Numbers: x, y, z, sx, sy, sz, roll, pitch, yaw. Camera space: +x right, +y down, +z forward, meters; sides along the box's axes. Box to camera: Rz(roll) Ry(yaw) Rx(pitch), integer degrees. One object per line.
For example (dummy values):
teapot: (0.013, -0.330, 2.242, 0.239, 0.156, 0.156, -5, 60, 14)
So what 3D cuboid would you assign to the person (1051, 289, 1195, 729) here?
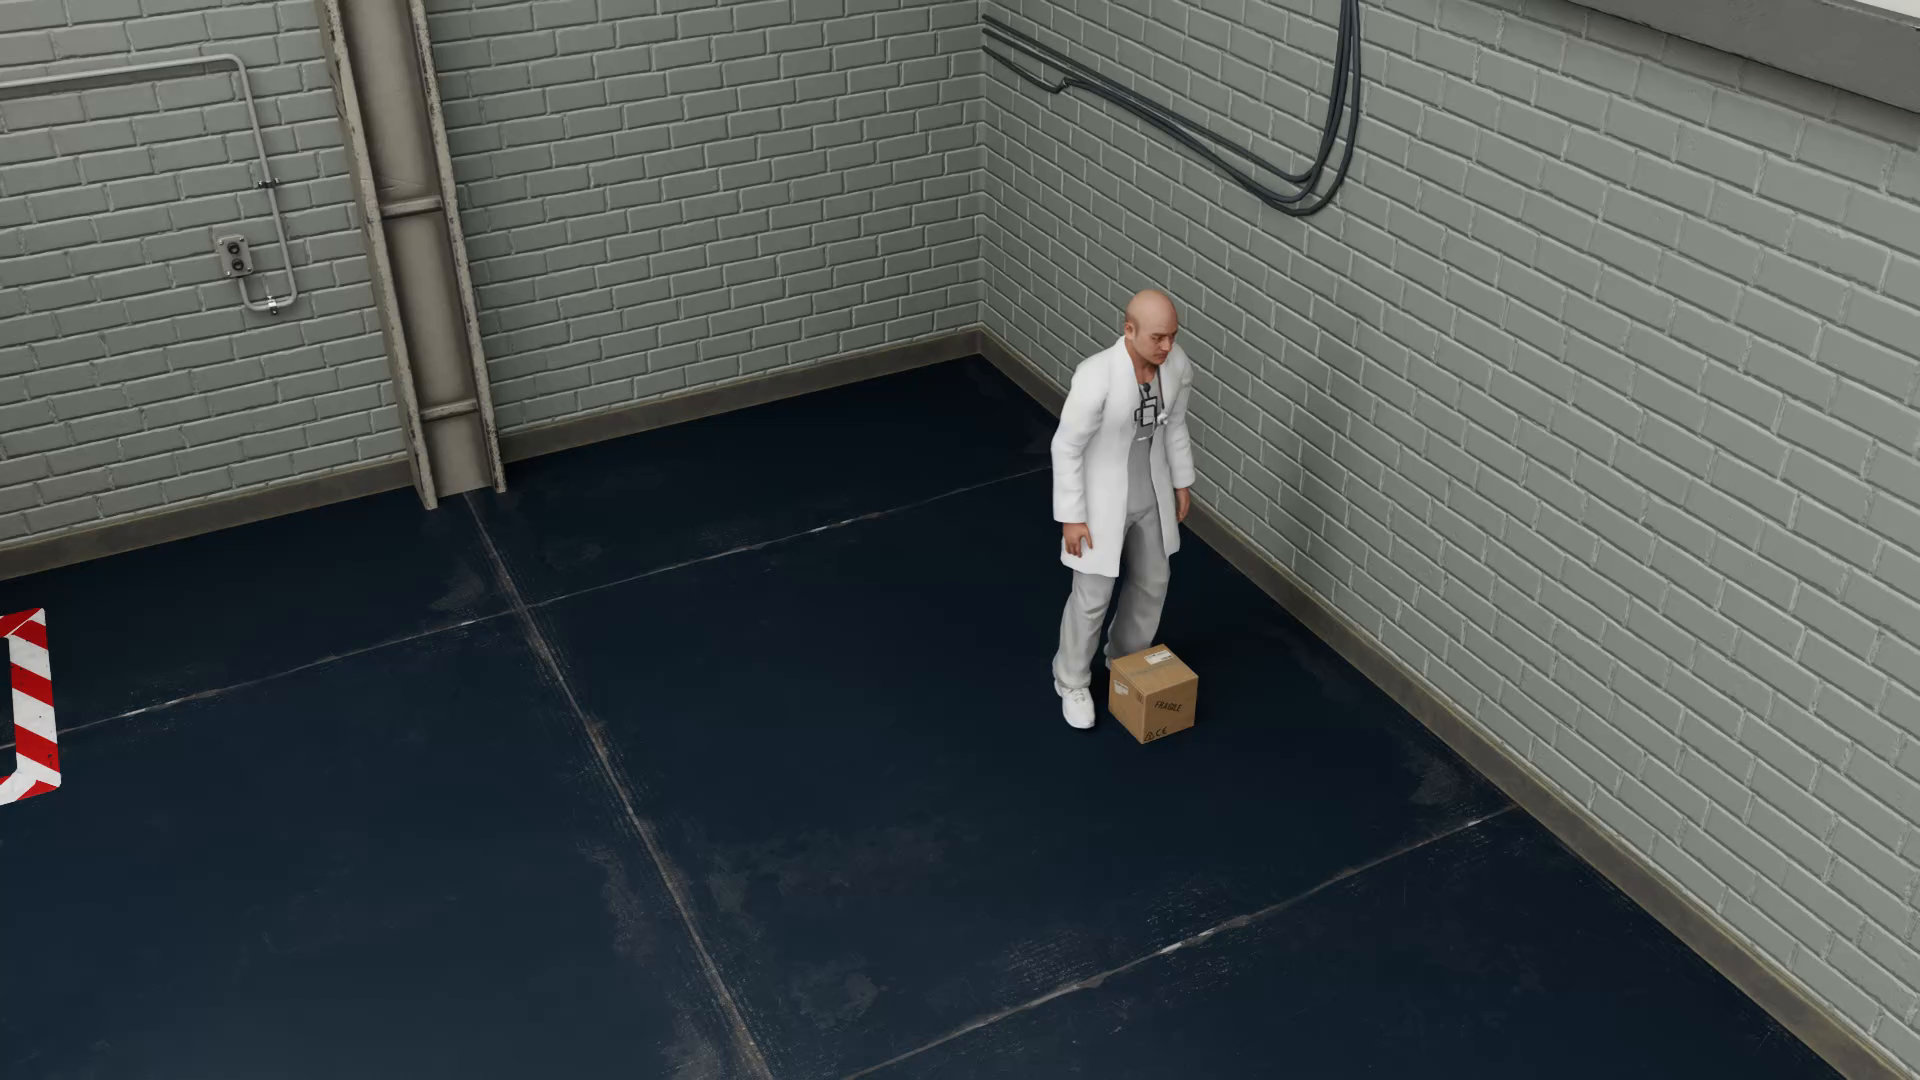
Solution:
person: (0.637, -0.143, 6.377, 0.649, 1.773, 0.433, -18, 37, -26)
